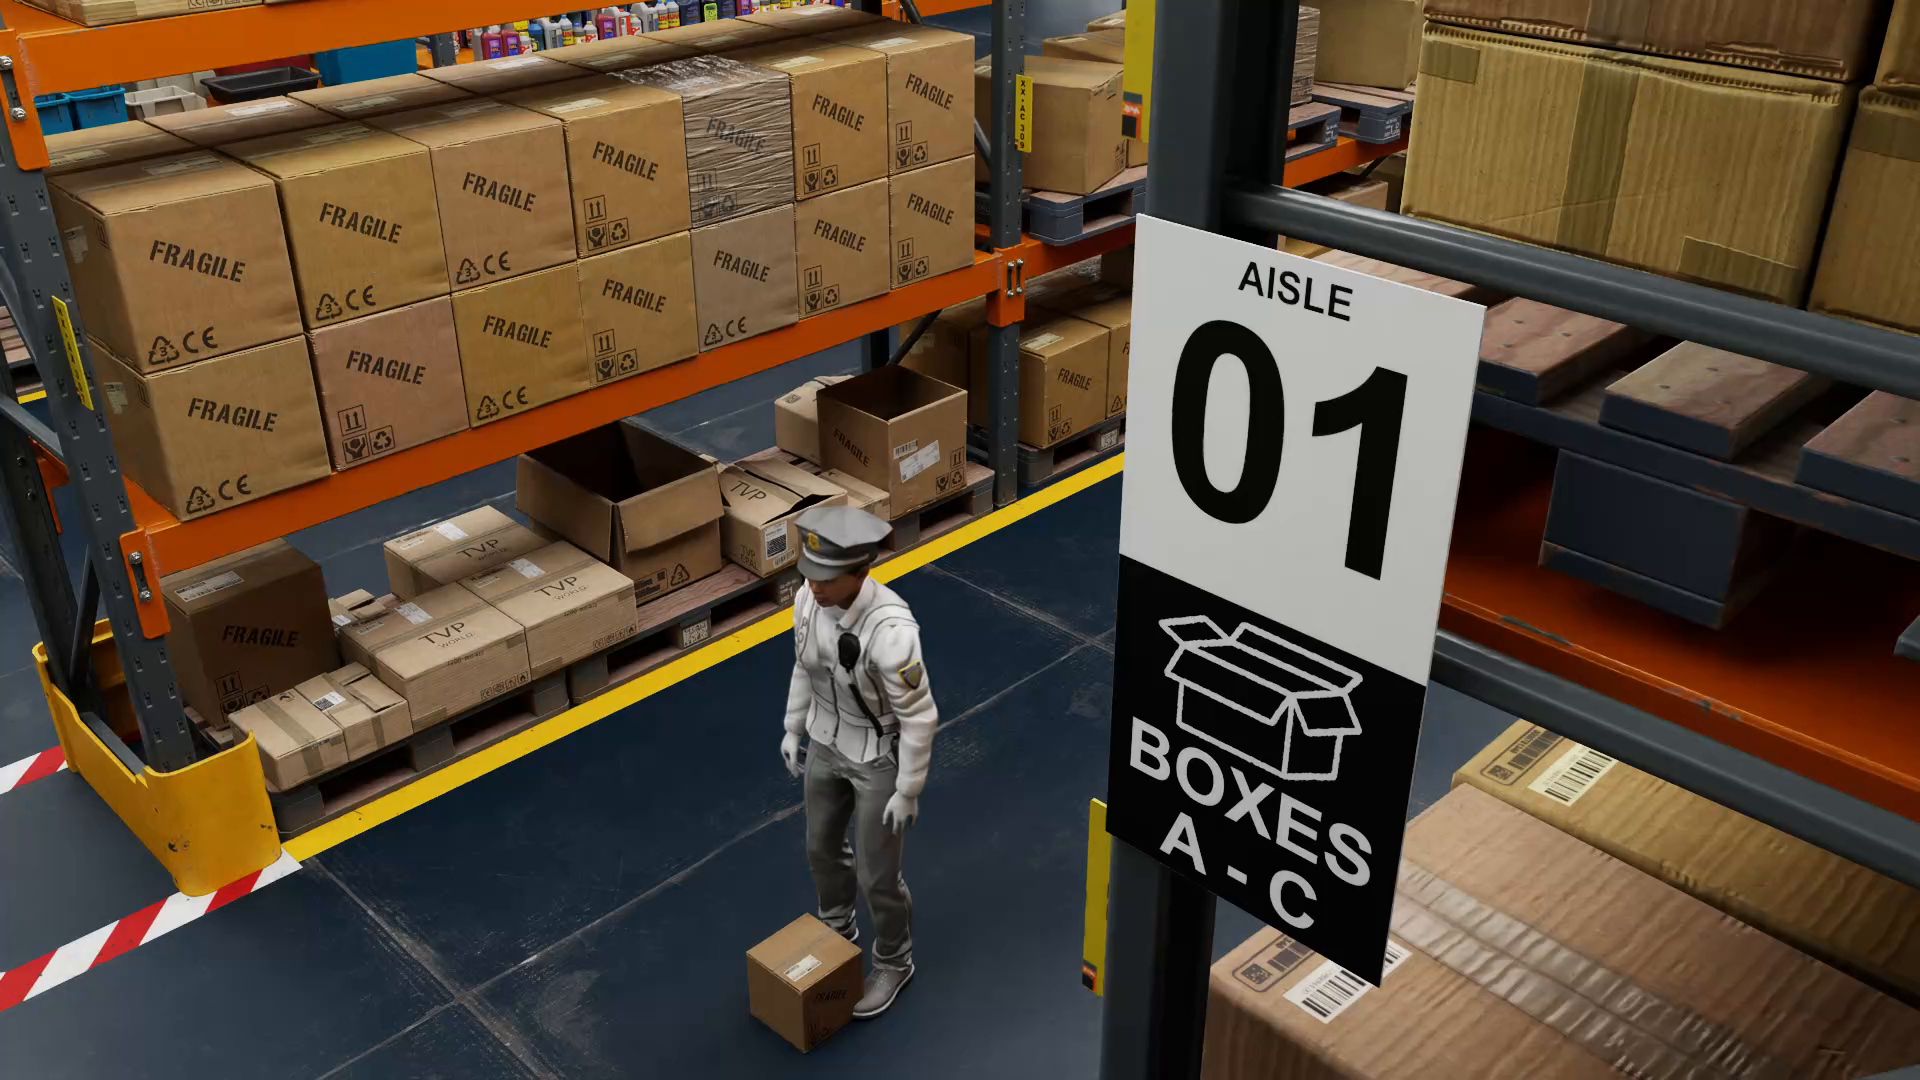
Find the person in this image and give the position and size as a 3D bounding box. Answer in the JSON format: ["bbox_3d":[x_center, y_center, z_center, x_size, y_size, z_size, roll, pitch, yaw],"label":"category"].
[{"bbox_3d":[-0.303,0.646,4.897,0.544,1.666,0.370,23,36,36],"label":"person"}]
